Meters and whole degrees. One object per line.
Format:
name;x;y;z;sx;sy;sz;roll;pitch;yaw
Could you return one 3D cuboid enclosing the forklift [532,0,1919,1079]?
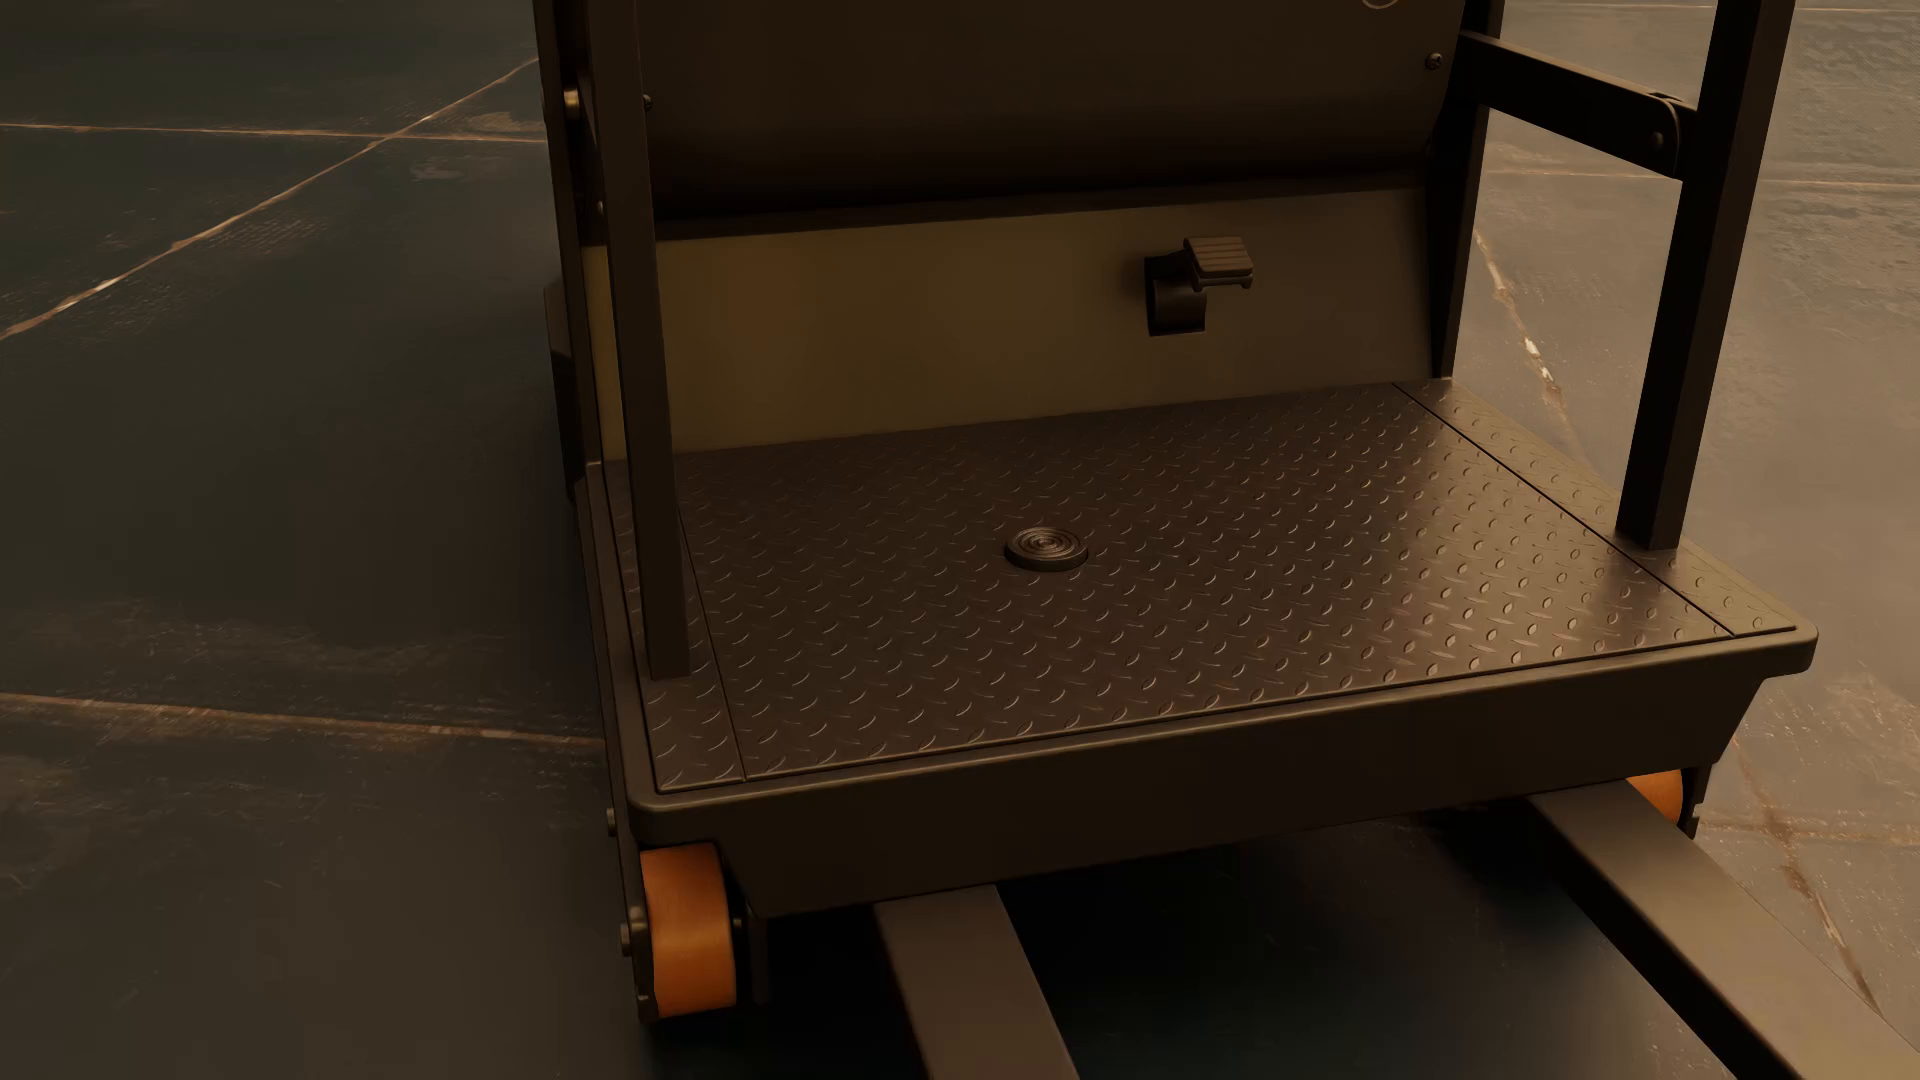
forklift;0.153;-1.049;1.319;1.130;2.935;3.031;-7;27;-13
